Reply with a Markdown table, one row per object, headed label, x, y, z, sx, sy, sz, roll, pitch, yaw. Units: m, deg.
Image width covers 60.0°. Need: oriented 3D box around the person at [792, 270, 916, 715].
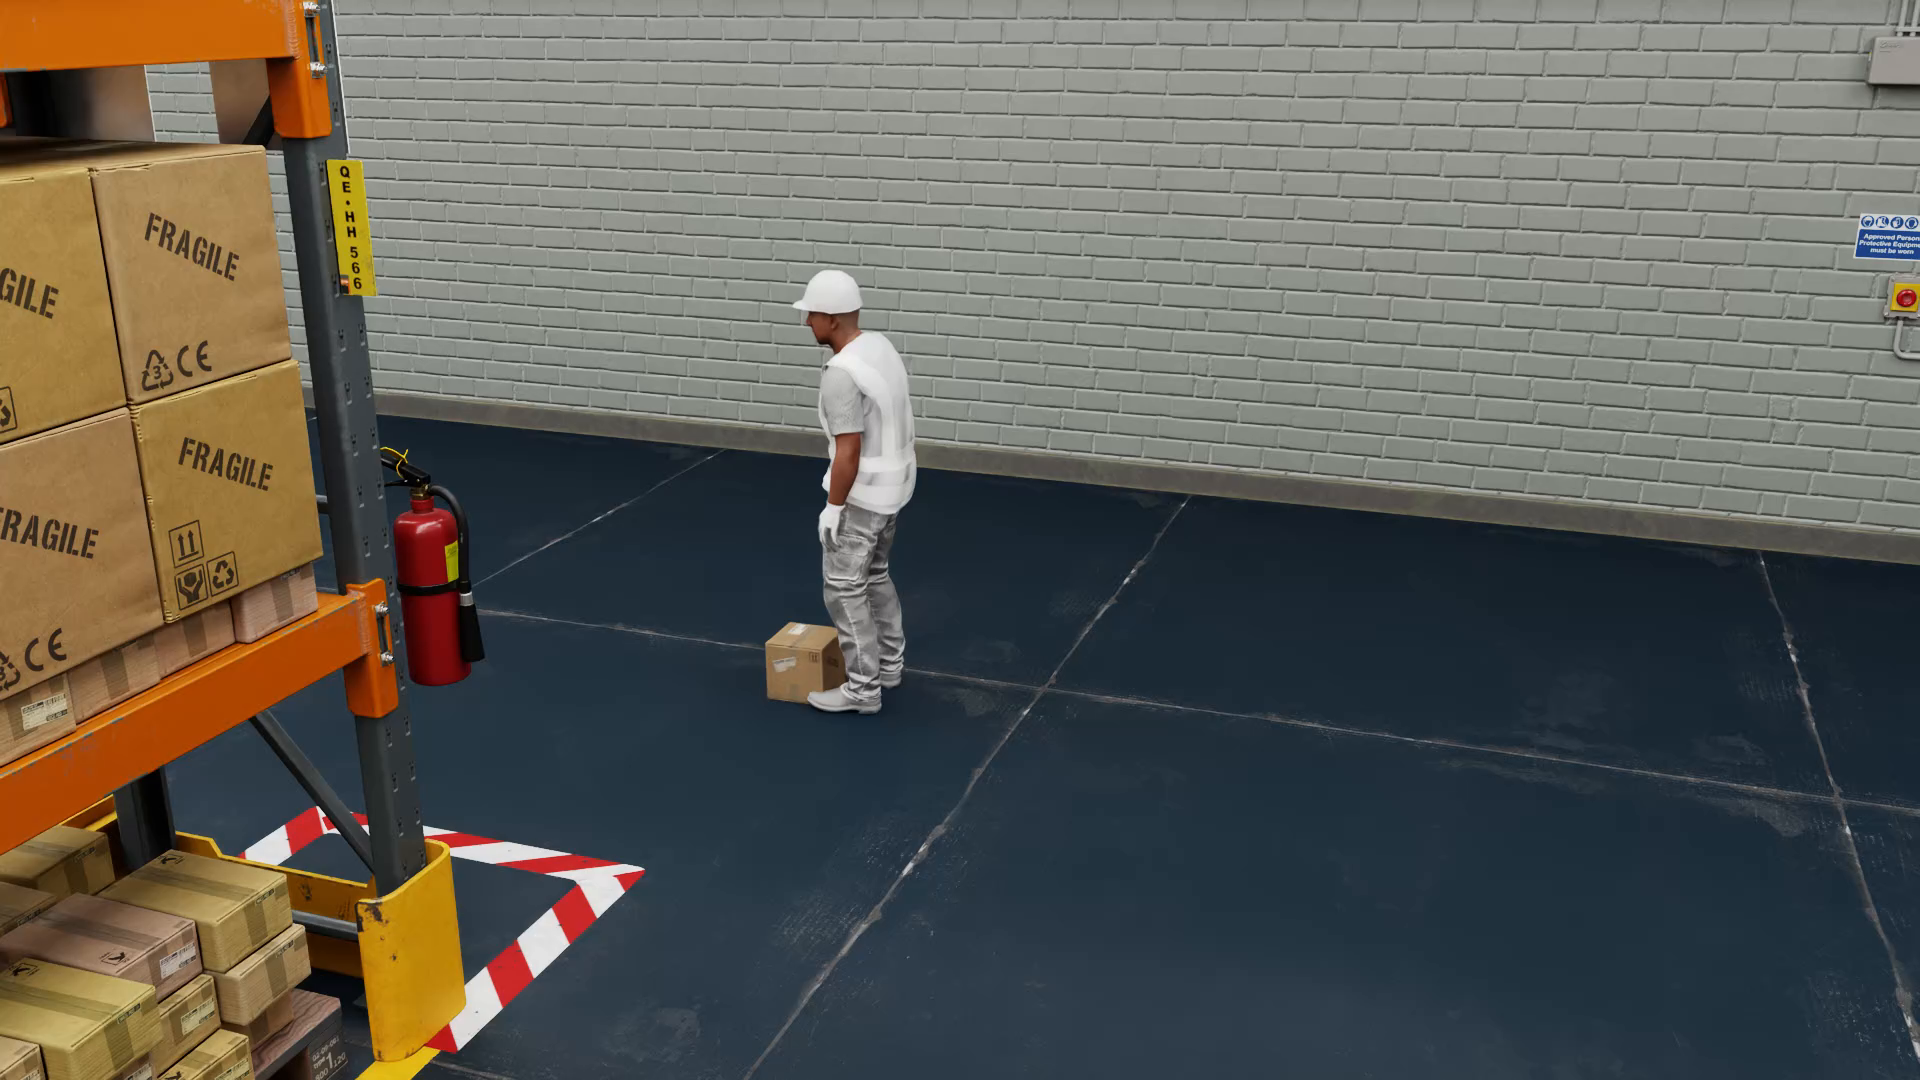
| label | x | y | z | sx | sy | sz | roll | pitch | yaw |
| --- | --- | --- | --- | --- | --- | --- | --- | --- | --- |
| person | -0.412 | -0.186 | 6.602 | 0.452 | 1.772 | 0.617 | 5 | 19 | 16 |
